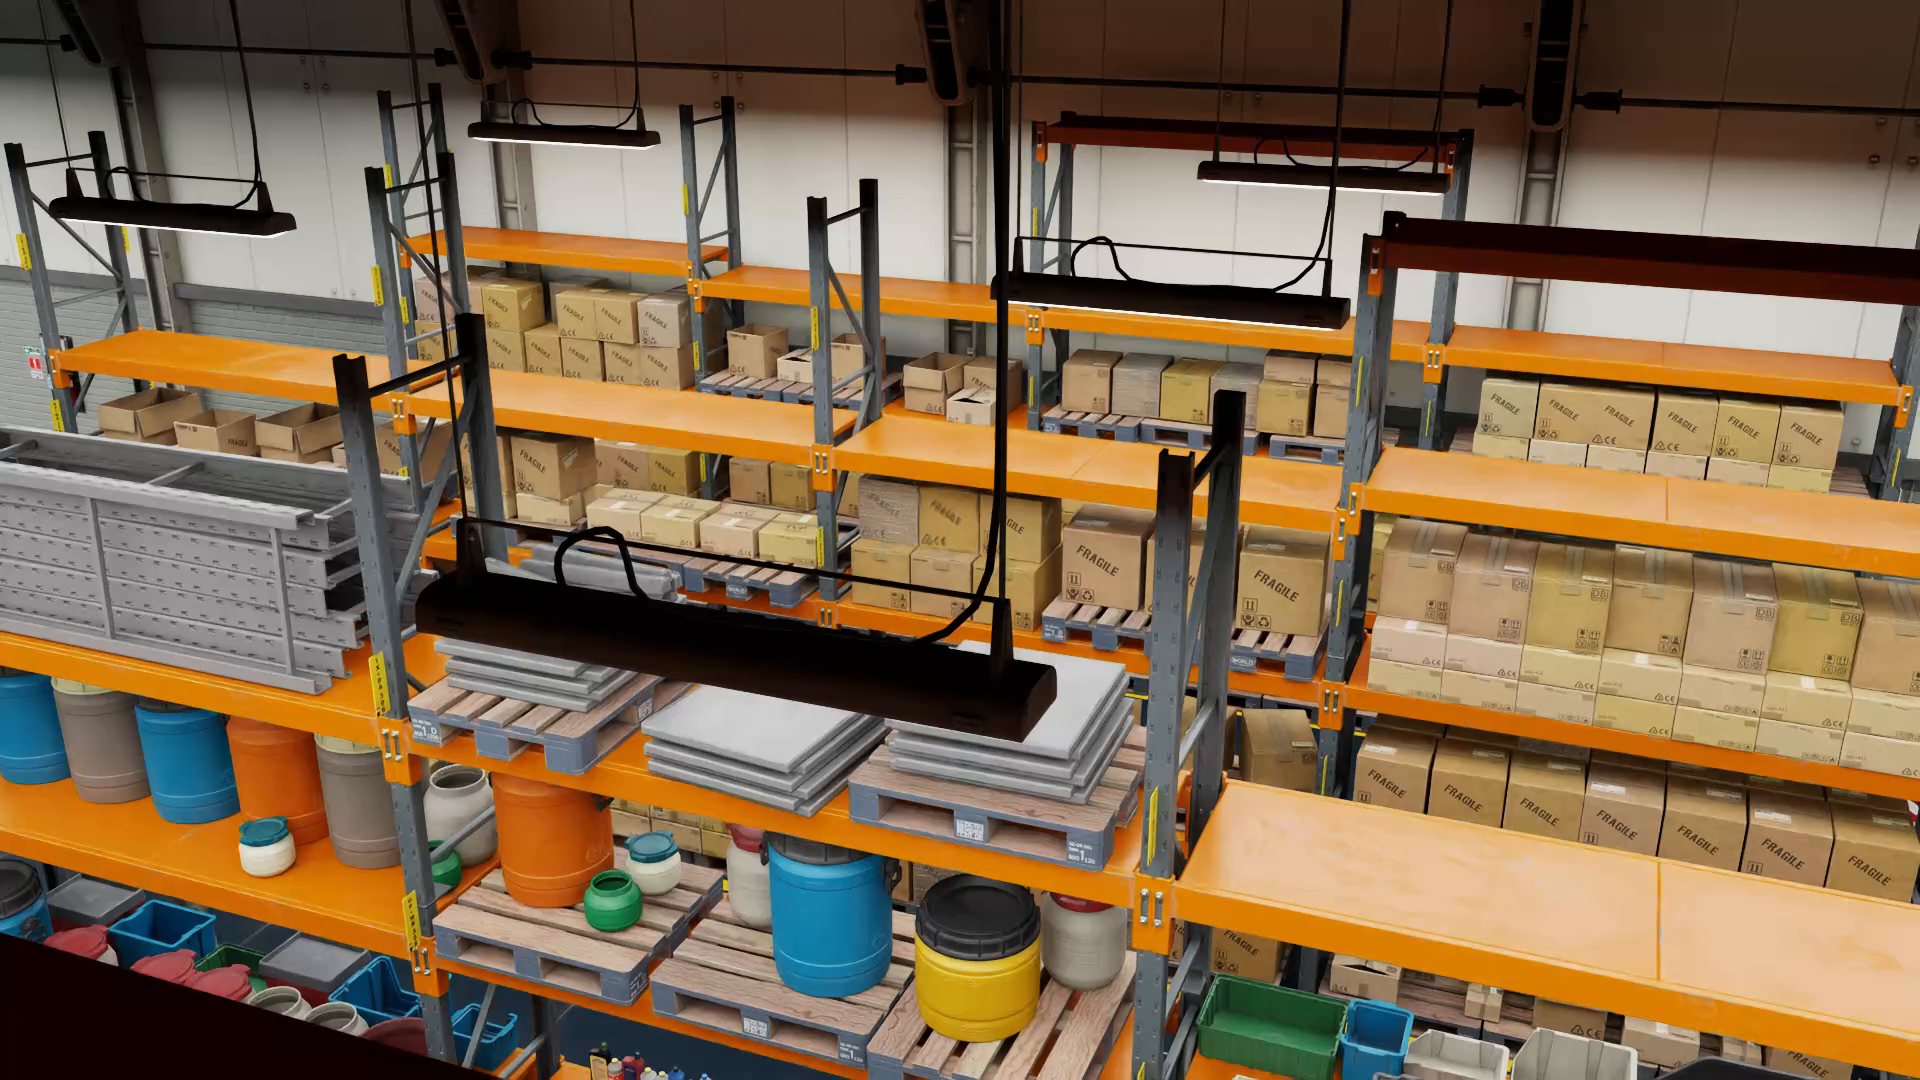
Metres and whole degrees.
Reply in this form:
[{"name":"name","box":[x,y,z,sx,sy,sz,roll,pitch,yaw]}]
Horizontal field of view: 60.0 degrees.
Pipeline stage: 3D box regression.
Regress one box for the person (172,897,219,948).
[{"name":"person","box":[-6.100,2.599,13.103,0.814,1.777,0.565,13,24,30]}]
